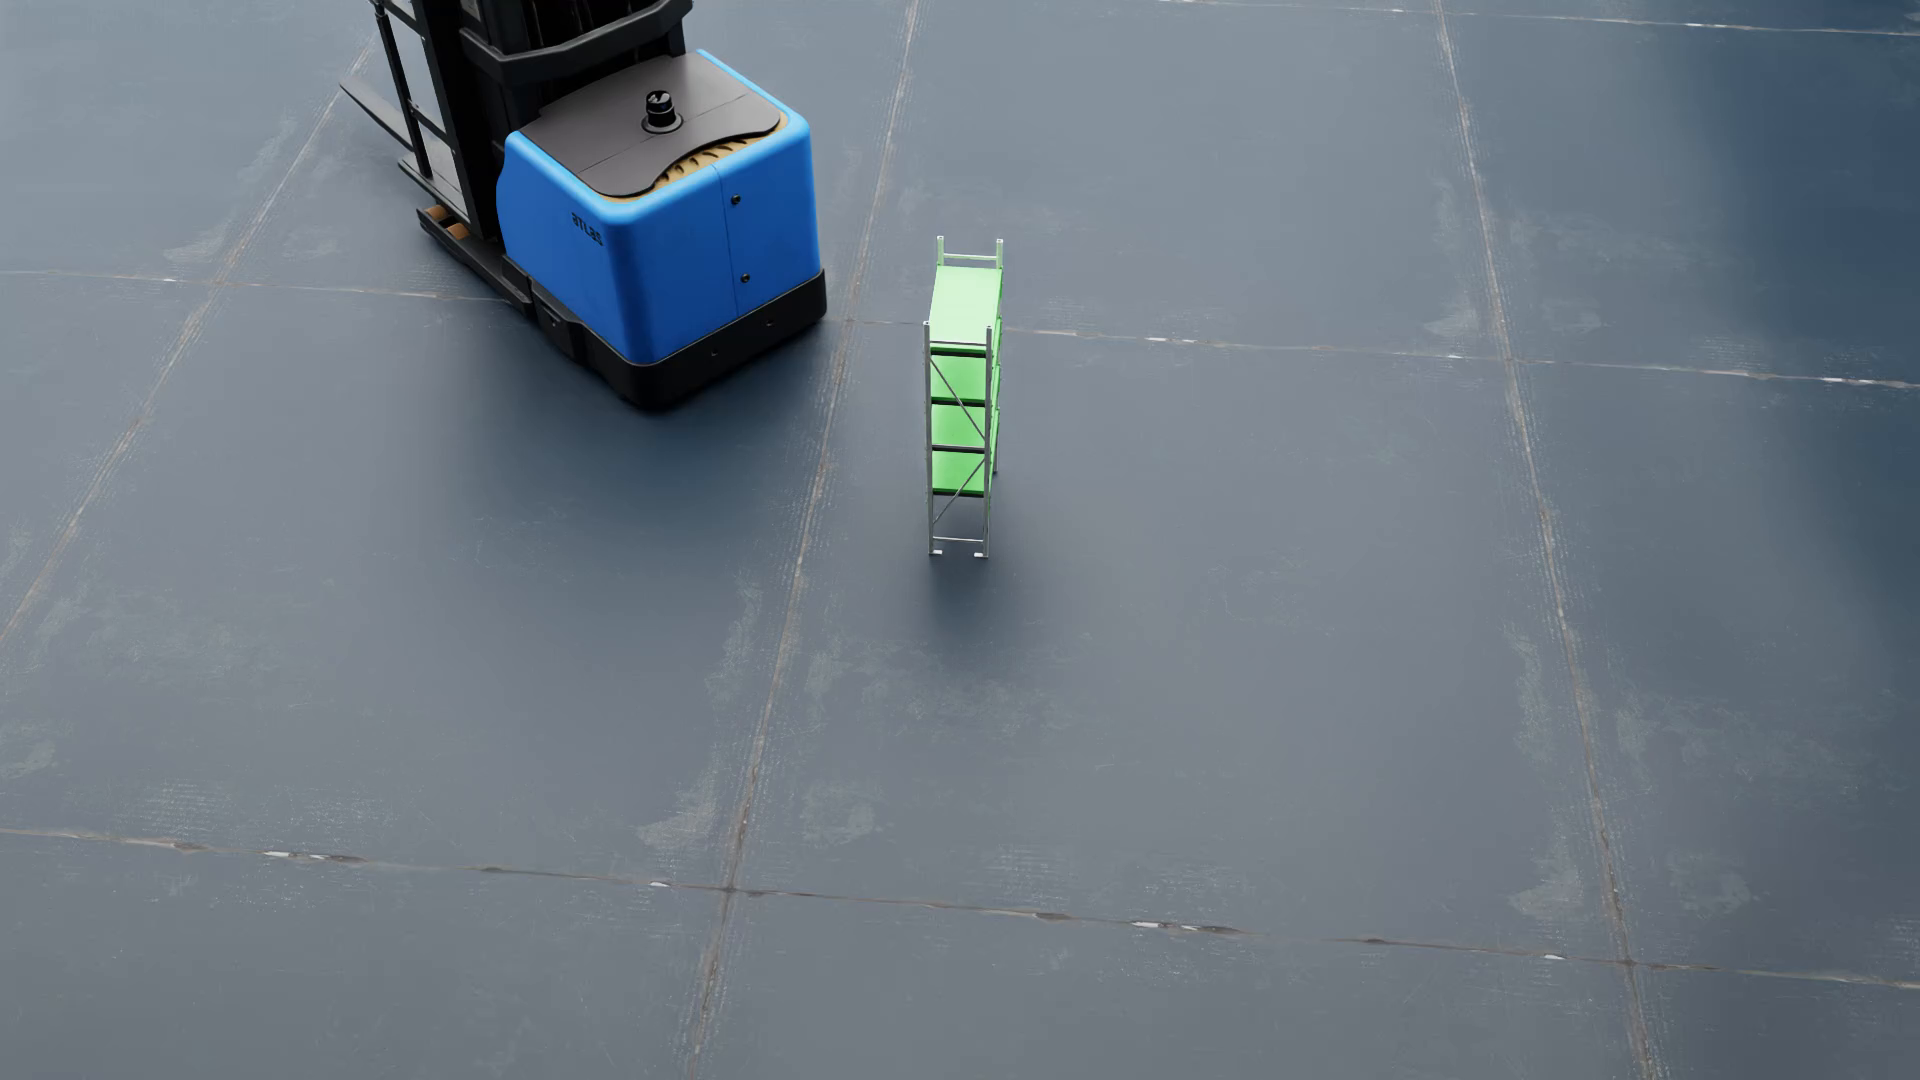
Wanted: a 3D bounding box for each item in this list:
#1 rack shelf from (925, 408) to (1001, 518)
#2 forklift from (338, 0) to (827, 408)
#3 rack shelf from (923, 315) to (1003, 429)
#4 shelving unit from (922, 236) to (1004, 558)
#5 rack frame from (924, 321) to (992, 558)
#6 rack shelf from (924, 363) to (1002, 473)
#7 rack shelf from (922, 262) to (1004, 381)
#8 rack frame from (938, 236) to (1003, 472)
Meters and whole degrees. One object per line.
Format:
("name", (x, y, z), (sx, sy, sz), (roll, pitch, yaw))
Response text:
("rack shelf", (0.015, -0.321, 6.643), (0.258, 0.148, 0.480), (4, 48, 4))
("forklift", (-1.968, -2.566, 7.111), (1.130, 2.935, 3.031), (-34, 56, -27))
("rack shelf", (0.015, -0.645, 6.289), (0.258, 0.148, 0.480), (4, 48, 4))
("shelving unit", (0.015, -0.527, 6.419), (0.258, 1.200, 0.503), (4, 48, 4))
("rack frame", (-0.007, -0.347, 6.255), (0.240, 1.200, 0.015), (4, 48, 4))
("rack shelf", (0.015, -0.483, 6.466), (0.258, 0.148, 0.480), (4, 48, 4))
("rack shelf", (0.015, -0.807, 6.111), (0.258, 0.148, 0.480), (4, 48, 4))
("rack frame", (0.037, -0.706, 6.583), (0.240, 1.200, 0.015), (4, 48, 4))
